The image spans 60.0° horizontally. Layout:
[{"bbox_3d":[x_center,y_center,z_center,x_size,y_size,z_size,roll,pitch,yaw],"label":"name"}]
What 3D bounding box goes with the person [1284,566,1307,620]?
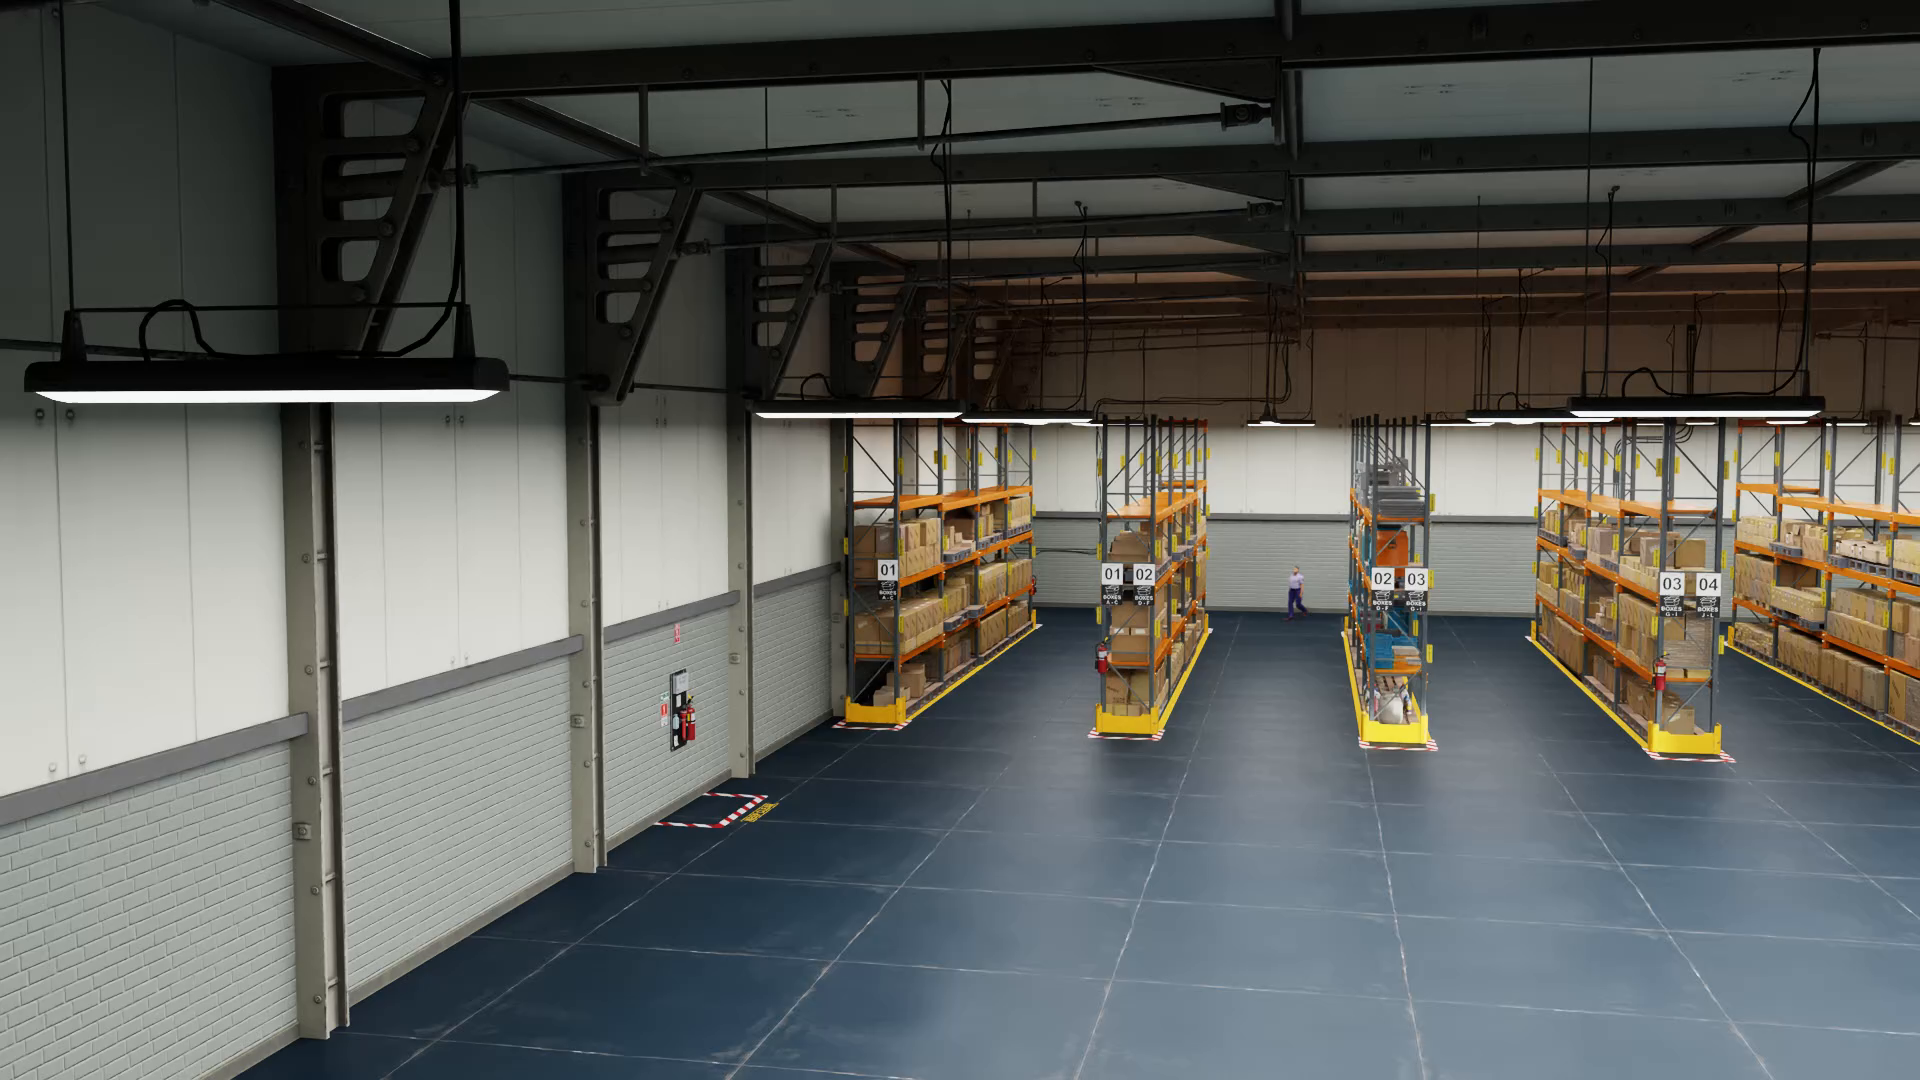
[{"bbox_3d":[10.072,1.586,49.844,0.701,1.630,0.499,-4,5,-44],"label":"person"}]
